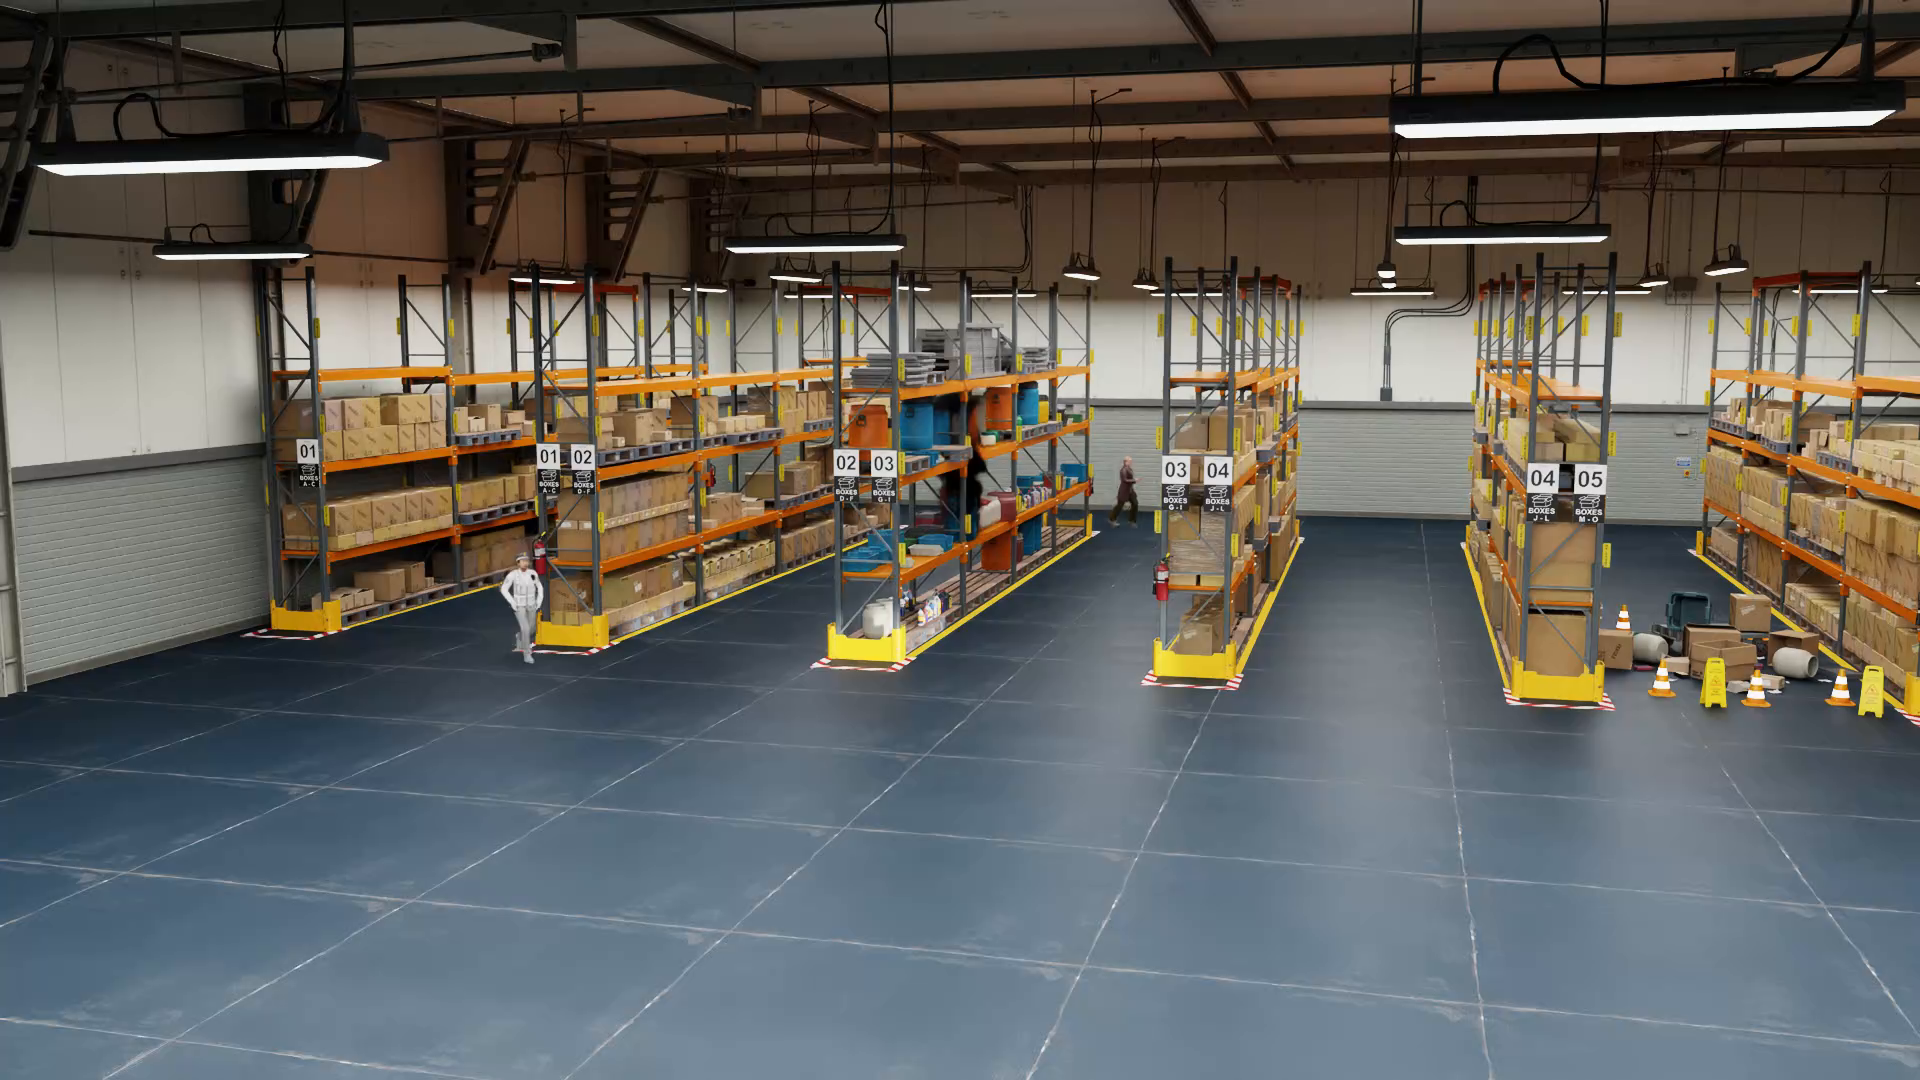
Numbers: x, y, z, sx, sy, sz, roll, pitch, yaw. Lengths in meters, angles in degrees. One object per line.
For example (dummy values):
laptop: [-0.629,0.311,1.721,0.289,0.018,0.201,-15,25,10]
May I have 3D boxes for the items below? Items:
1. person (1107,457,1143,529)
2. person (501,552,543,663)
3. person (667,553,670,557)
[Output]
person: [4.151,-1.175,41.764,0.934,1.846,0.669,4,8,29]
person: [-6.644,1.000,25.255,0.644,1.685,0.715,-5,9,-37]
person: [-6.512,-0.373,35.672,0.683,1.733,0.611,0,7,1]
